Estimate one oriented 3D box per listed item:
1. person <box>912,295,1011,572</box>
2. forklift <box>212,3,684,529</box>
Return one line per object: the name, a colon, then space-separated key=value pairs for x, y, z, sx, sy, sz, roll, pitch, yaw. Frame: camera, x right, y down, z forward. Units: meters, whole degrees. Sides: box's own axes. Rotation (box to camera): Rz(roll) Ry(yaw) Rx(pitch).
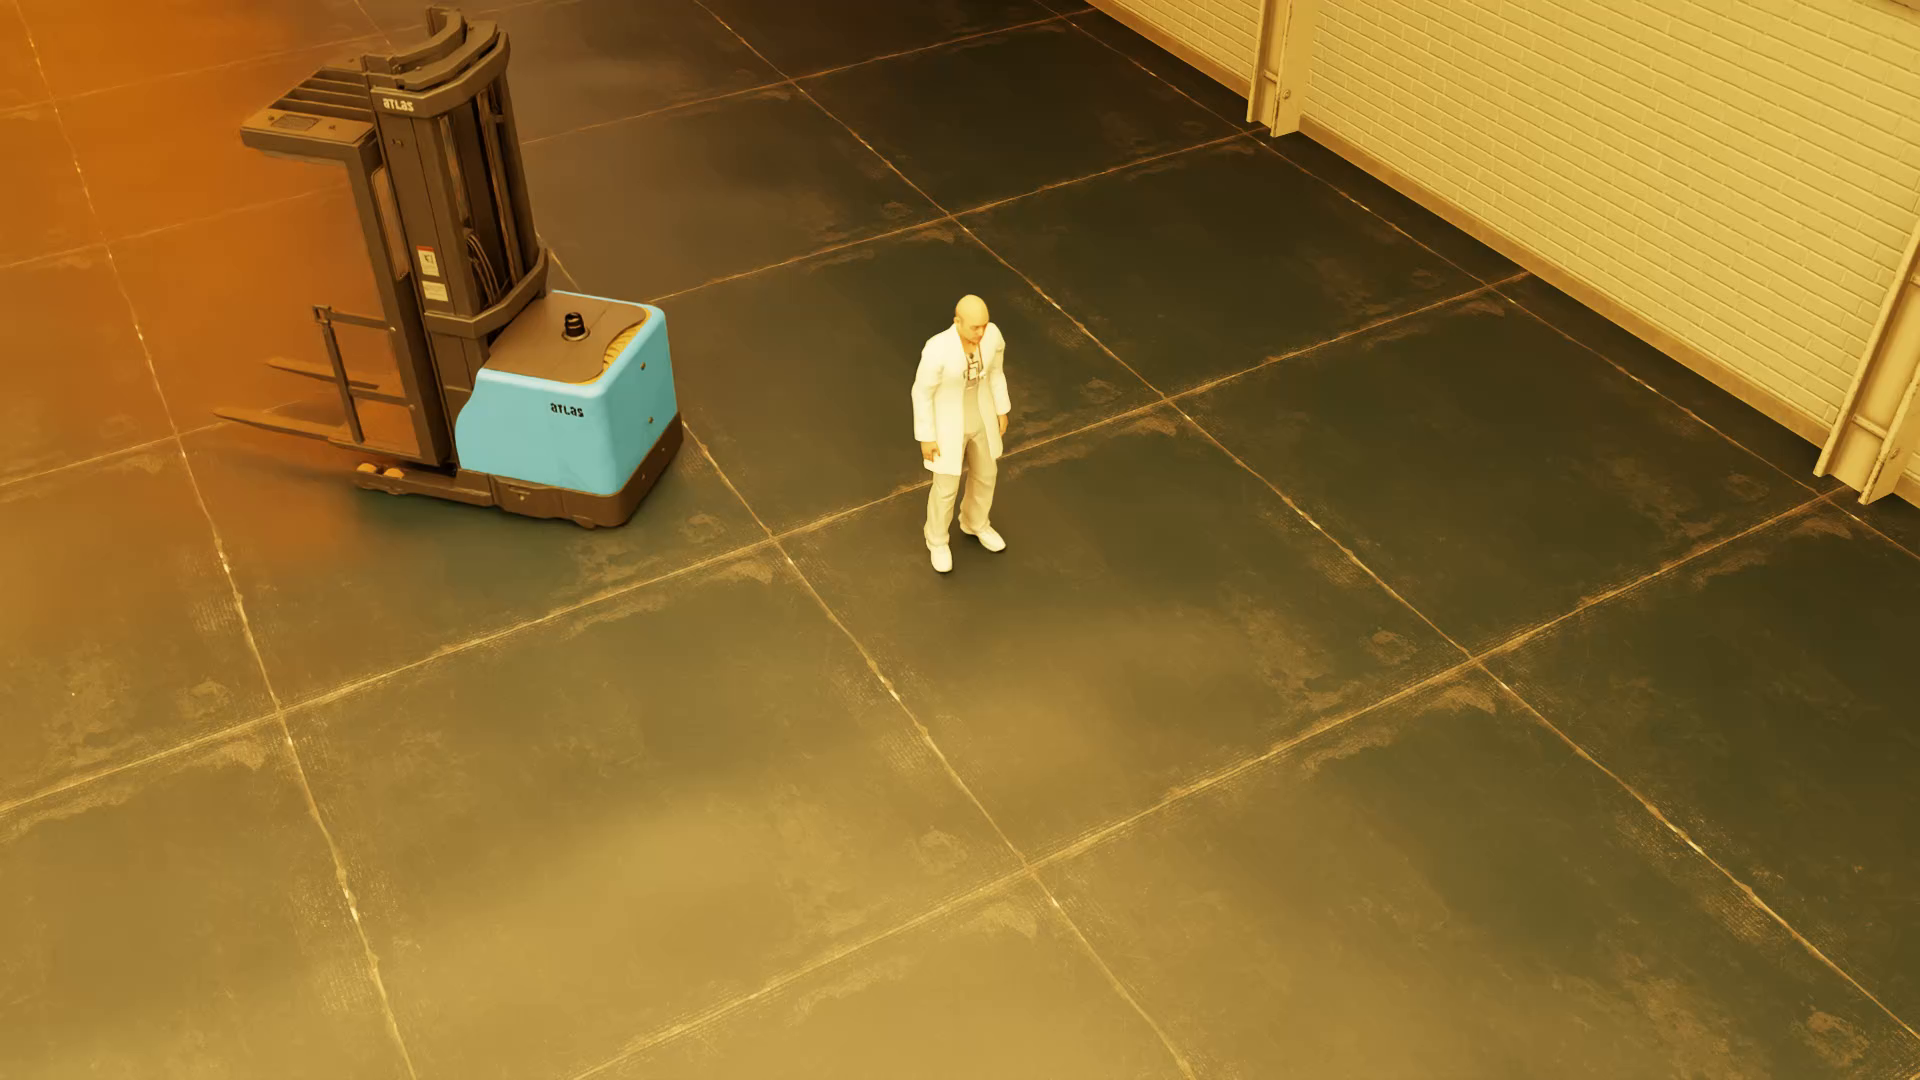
person: x=0.024 y=-0.668 z=9.749 sx=0.644 sy=1.773 sz=0.431 roll=-22 pitch=44 yaw=-24
forklift: x=-3.407 y=-1.733 z=10.125 sx=3.031 sy=2.935 sz=1.130 roll=11 pitch=41 yaw=13
